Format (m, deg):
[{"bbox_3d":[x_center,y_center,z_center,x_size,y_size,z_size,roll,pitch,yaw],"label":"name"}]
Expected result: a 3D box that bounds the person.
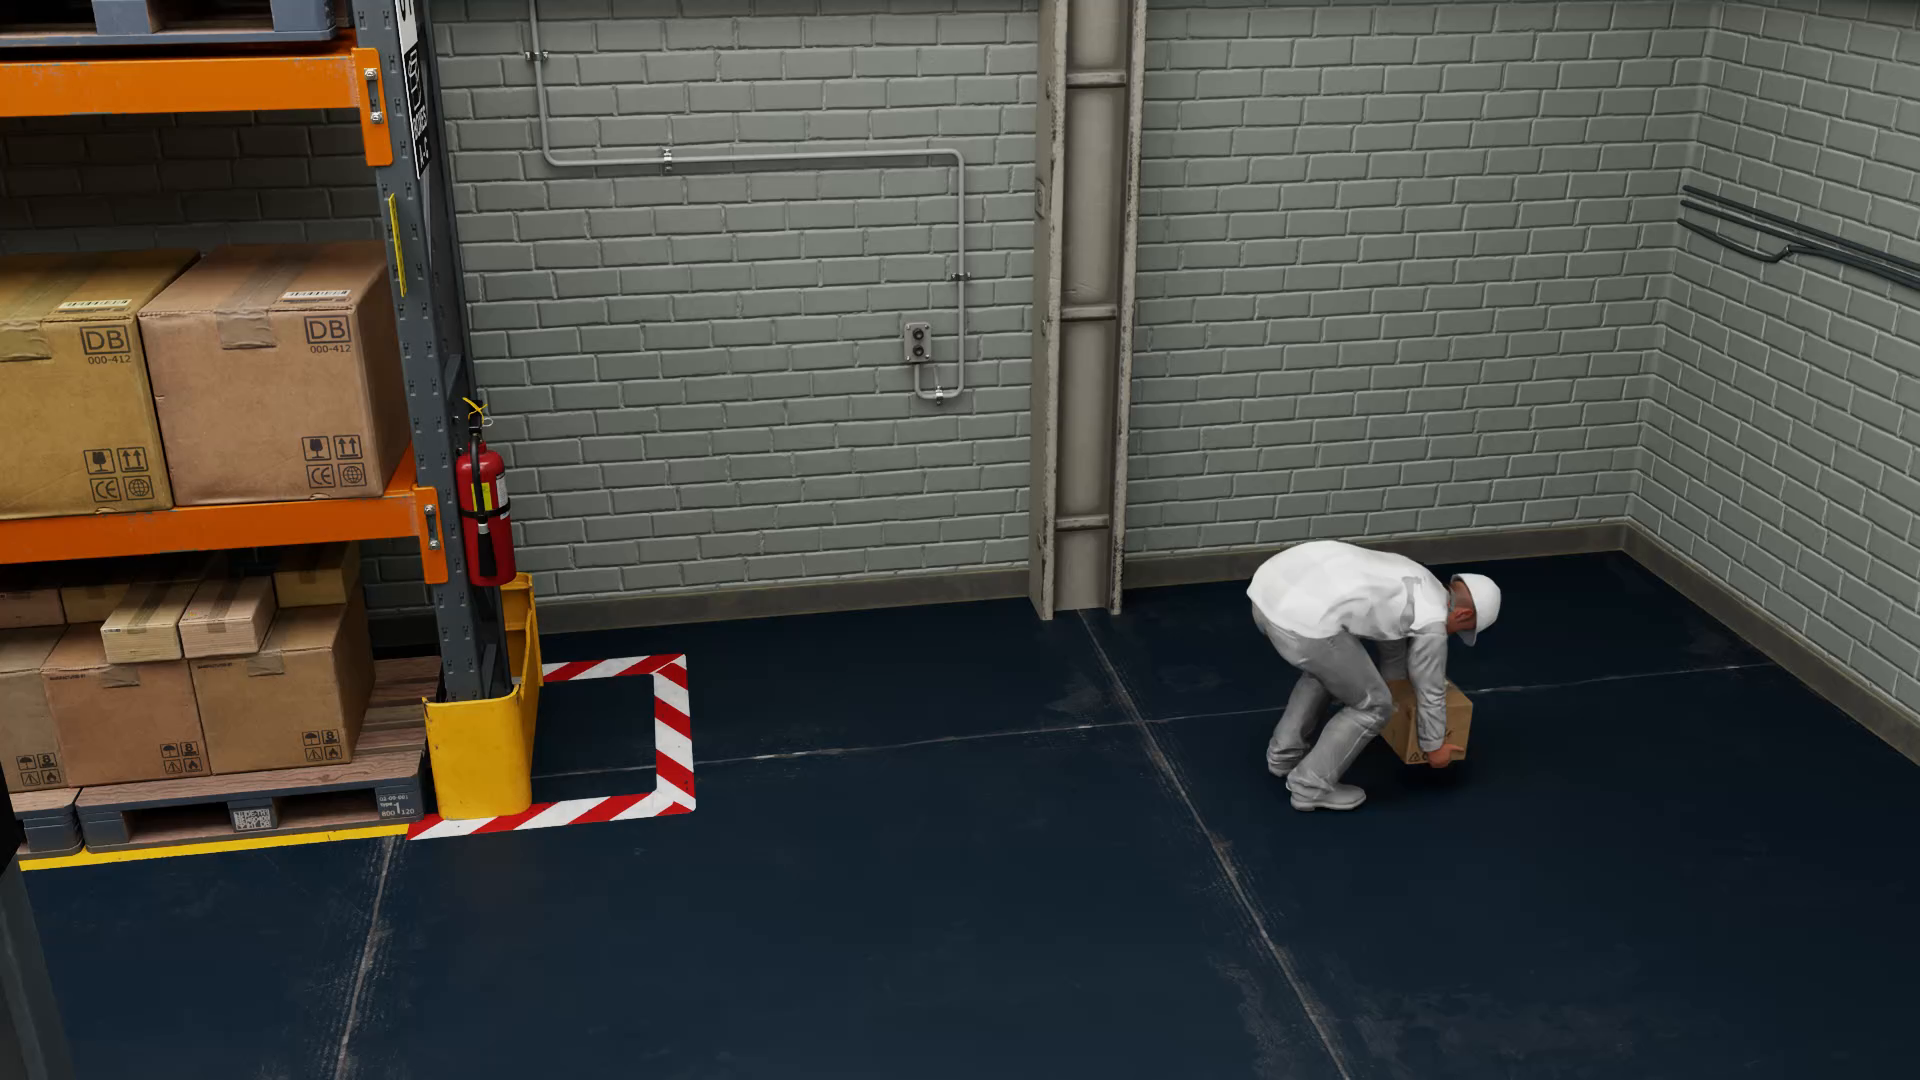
[{"bbox_3d":[1.589,0.477,6.392,1.002,1.028,0.500,-5,24,-12],"label":"person"}]
